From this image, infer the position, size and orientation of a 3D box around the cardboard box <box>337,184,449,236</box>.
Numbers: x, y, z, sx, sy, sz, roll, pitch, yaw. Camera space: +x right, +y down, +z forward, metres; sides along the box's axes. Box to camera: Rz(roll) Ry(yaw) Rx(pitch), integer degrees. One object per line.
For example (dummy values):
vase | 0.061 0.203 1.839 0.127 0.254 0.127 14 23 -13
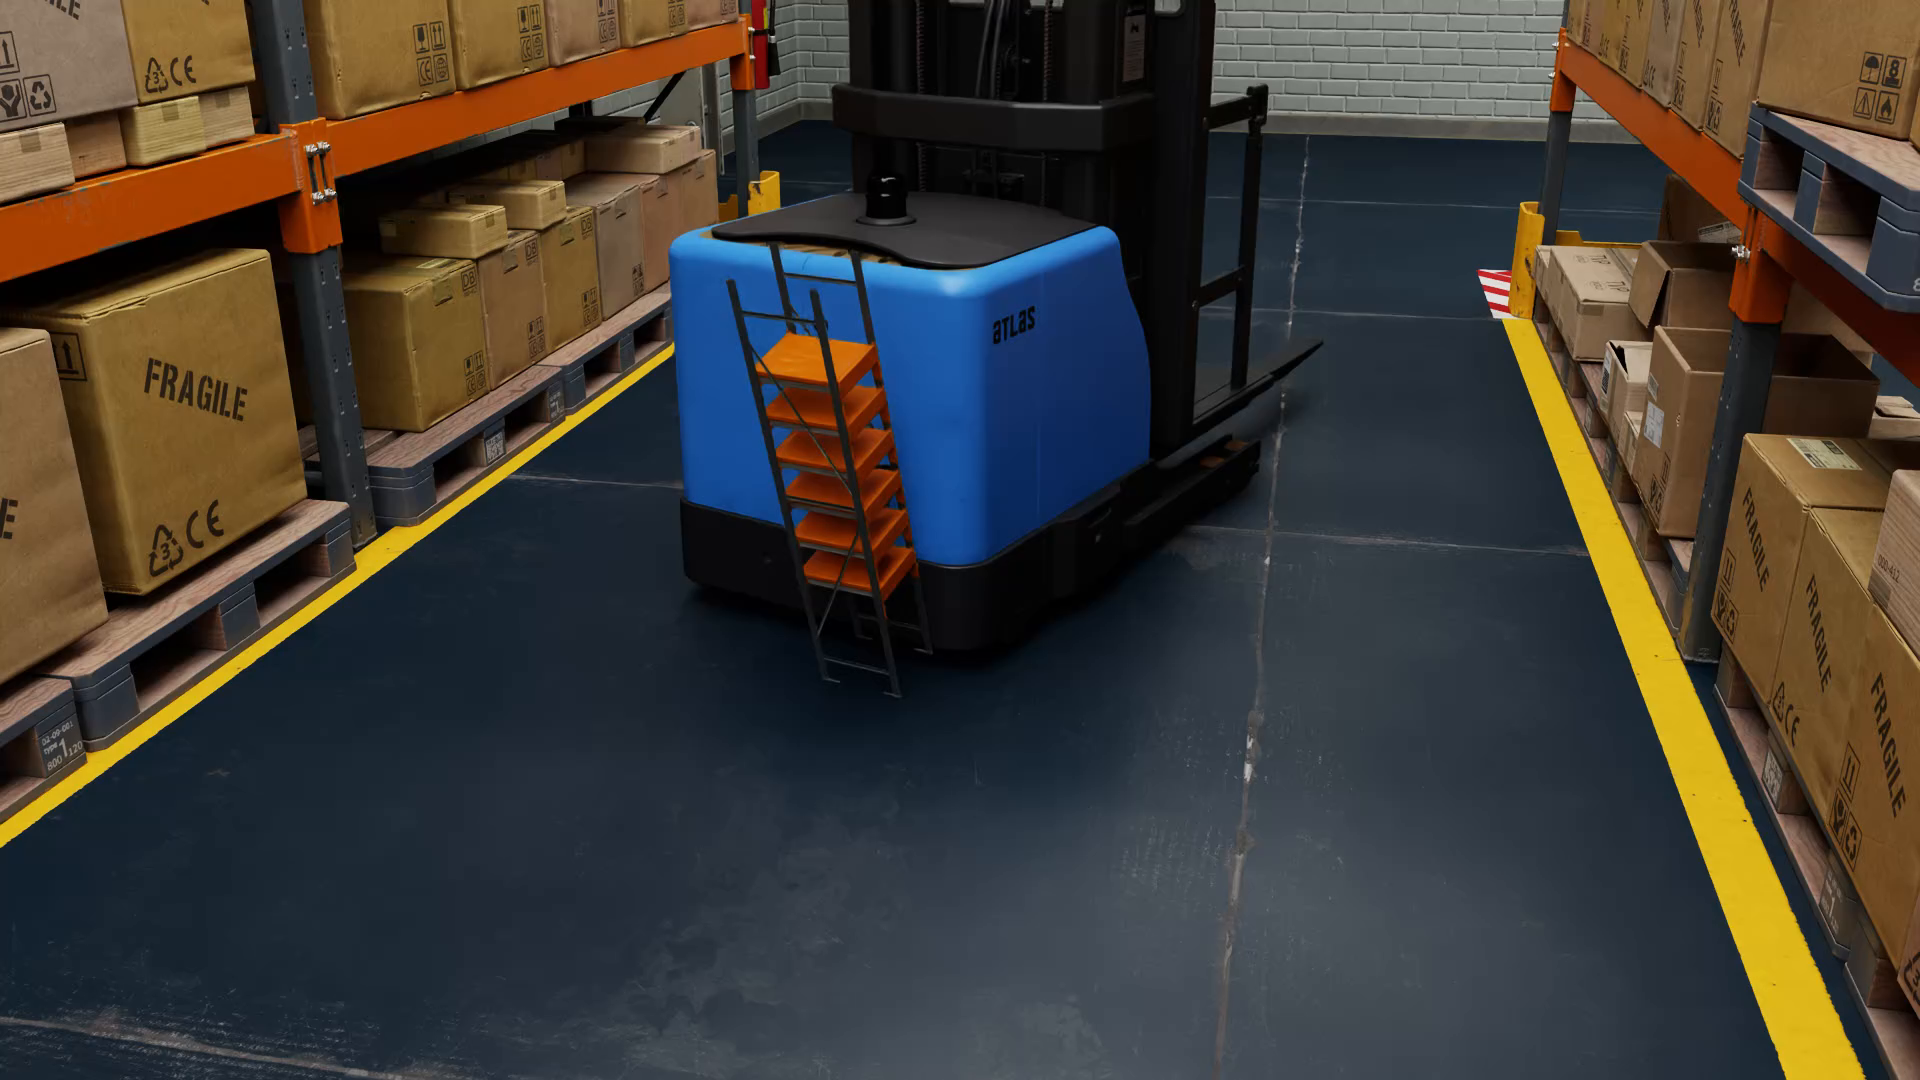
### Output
cardboard box | -2.195 -1.269 6.404 0.380 0.149 0.250 4 22 9

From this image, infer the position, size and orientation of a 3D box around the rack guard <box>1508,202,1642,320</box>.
rack guard | 3.269 -1.315 7.949 1.175 0.500 0.348 4 22 11

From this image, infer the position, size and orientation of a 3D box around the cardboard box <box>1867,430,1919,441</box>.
cardboard box | 2.765 -0.133 4.679 0.500 0.311 0.500 4 22 11

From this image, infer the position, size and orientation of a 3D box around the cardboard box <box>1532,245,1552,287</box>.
cardboard box | 2.862 -1.257 7.686 0.380 0.149 0.250 4 22 11

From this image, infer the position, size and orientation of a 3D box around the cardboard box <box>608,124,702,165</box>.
cardboard box | -1.459 -1.890 7.947 0.380 0.149 0.250 4 22 10

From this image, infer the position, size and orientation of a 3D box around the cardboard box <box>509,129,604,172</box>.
cardboard box | -1.884 -1.827 7.789 0.380 0.149 0.250 5 22 11

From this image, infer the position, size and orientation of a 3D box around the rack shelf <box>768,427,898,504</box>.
rack shelf | -0.307 -0.199 4.039 0.258 0.103 0.180 11 41 25

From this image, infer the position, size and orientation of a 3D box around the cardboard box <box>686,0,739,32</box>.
cardboard box | -1.660 -2.830 7.964 0.980 0.700 0.700 5 23 13

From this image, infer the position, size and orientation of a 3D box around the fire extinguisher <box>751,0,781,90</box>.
fire extinguisher | -1.083 -2.690 8.619 0.296 0.674 0.183 4 22 11

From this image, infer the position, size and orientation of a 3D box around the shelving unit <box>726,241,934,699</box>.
shelving unit | -0.297 -0.139 4.084 0.258 1.200 0.189 11 41 25

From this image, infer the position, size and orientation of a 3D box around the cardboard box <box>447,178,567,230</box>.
cardboard box | -1.774 -1.320 6.531 0.380 0.149 0.250 4 22 9

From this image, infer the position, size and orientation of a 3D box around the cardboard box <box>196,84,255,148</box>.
cardboard box | -2.174 -1.163 4.536 0.380 0.149 0.250 5 22 11

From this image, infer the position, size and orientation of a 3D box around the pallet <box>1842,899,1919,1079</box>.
pallet | 2.092 1.002 2.583 1.003 0.211 1.213 4 22 11

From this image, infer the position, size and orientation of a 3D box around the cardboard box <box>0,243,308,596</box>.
cardboard box | -2.388 -0.366 4.561 0.750 0.750 0.750 5 22 12

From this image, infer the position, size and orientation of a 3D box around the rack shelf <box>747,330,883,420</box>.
rack shelf | -0.338 -0.390 3.897 0.258 0.103 0.180 11 41 25

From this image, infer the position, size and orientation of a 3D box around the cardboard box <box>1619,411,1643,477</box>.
cardboard box | 2.324 -0.293 5.292 0.380 0.149 0.250 4 22 11

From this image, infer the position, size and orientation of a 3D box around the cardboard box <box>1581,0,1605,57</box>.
cardboard box | 2.835 -2.217 6.710 0.500 0.500 0.500 4 22 10

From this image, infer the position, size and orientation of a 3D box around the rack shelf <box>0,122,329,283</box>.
rack shelf | -2.790 -0.350 3.171 1.077 0.370 4.000 4 22 11

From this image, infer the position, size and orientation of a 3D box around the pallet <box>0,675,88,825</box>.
pallet | -2.713 0.613 3.548 1.003 0.211 1.213 4 22 11

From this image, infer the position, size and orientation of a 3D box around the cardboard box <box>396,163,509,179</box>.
cardboard box | -2.090 -1.456 6.868 0.380 0.149 0.250 4 22 10

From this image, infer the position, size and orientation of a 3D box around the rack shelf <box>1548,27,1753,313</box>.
rack shelf | 2.876 -1.437 5.869 1.077 0.370 4.000 4 22 11

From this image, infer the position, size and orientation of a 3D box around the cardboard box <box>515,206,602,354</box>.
cardboard box | -1.917 -1.088 6.823 0.700 0.500 0.500 5 22 12

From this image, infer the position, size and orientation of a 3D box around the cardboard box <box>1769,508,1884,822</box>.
cardboard box | 2.033 0.270 3.424 0.500 0.500 0.500 5 22 12

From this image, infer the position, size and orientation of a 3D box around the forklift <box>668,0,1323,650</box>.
forklift | 0.395 -1.565 5.316 1.130 2.935 3.031 13 25 30

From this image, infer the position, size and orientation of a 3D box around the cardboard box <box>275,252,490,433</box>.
cardboard box | -2.129 -0.716 5.901 0.700 0.500 0.500 5 22 12

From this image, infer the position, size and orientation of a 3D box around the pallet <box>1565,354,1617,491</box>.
pallet | 2.856 -0.444 6.174 1.003 0.211 1.213 4 22 11

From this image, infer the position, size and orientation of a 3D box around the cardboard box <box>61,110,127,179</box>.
cardboard box | -2.299 -0.978 4.075 0.380 0.149 0.250 5 23 13

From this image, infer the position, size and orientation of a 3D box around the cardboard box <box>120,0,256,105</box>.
cardboard box | -2.230 -1.421 4.308 0.500 0.500 0.500 4 22 10

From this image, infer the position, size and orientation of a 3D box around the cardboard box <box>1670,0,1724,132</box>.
cardboard box | 2.423 -1.477 4.871 0.500 0.500 0.500 5 22 12

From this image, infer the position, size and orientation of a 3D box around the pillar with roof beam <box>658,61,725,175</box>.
pillar with roof beam | 2.353 -6.386 9.165 9.100 9.000 0.400 4 22 11

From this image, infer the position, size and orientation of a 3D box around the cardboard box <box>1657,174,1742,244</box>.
cardboard box | 3.414 -1.329 7.396 0.500 0.500 0.500 4 22 11

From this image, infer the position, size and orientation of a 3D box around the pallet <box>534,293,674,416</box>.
pallet | -1.904 -0.842 7.161 1.003 0.211 1.213 4 22 11

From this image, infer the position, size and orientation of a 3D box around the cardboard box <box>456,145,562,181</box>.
cardboard box | -1.987 -1.642 7.331 0.380 0.149 0.250 5 22 12

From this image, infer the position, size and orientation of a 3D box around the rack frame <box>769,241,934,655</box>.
rack frame | -0.256 -0.192 4.147 0.240 1.200 0.006 11 41 25

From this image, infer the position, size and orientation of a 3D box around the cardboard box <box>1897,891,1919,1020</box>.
cardboard box | 1.820 0.637 2.513 0.500 0.500 0.500 4 22 9

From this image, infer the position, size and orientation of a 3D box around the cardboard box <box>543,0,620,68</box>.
cardboard box | -1.962 -2.285 6.611 0.980 0.700 0.700 3 22 8

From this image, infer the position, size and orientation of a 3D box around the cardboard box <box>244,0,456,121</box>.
cardboard box | -2.256 -1.752 5.287 0.980 0.700 0.700 5 22 12

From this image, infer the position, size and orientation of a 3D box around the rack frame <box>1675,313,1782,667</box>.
rack frame | 2.468 -1.039 3.919 1.000 3.000 0.127 4 22 11

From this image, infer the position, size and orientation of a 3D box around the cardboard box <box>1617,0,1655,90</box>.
cardboard box | 2.627 -1.851 5.801 0.500 0.500 0.500 5 22 12

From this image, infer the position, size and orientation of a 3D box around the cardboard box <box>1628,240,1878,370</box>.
cardboard box | 2.846 -0.773 6.010 0.797 0.503 0.637 4 22 11

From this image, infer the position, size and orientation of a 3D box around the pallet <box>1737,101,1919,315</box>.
pallet | 2.198 -0.666 3.250 1.003 0.211 1.213 4 22 11

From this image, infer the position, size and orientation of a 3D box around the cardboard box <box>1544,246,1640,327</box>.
cardboard box | 2.794 -1.071 7.089 0.500 0.250 0.500 4 22 11

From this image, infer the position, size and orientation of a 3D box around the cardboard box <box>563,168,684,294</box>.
cardboard box | -1.713 -1.467 7.765 0.700 0.500 0.500 4 22 11

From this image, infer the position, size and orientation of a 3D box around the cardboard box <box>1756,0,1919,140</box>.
cardboard box | 2.152 -1.124 3.434 0.700 0.500 0.500 -3 22 -7

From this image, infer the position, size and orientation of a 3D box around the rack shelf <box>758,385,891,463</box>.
rack shelf | -0.322 -0.294 3.968 0.258 0.103 0.180 11 41 25

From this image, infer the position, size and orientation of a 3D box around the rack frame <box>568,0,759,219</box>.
rack frame | -1.566 -2.878 8.485 1.000 3.000 0.127 4 22 11
